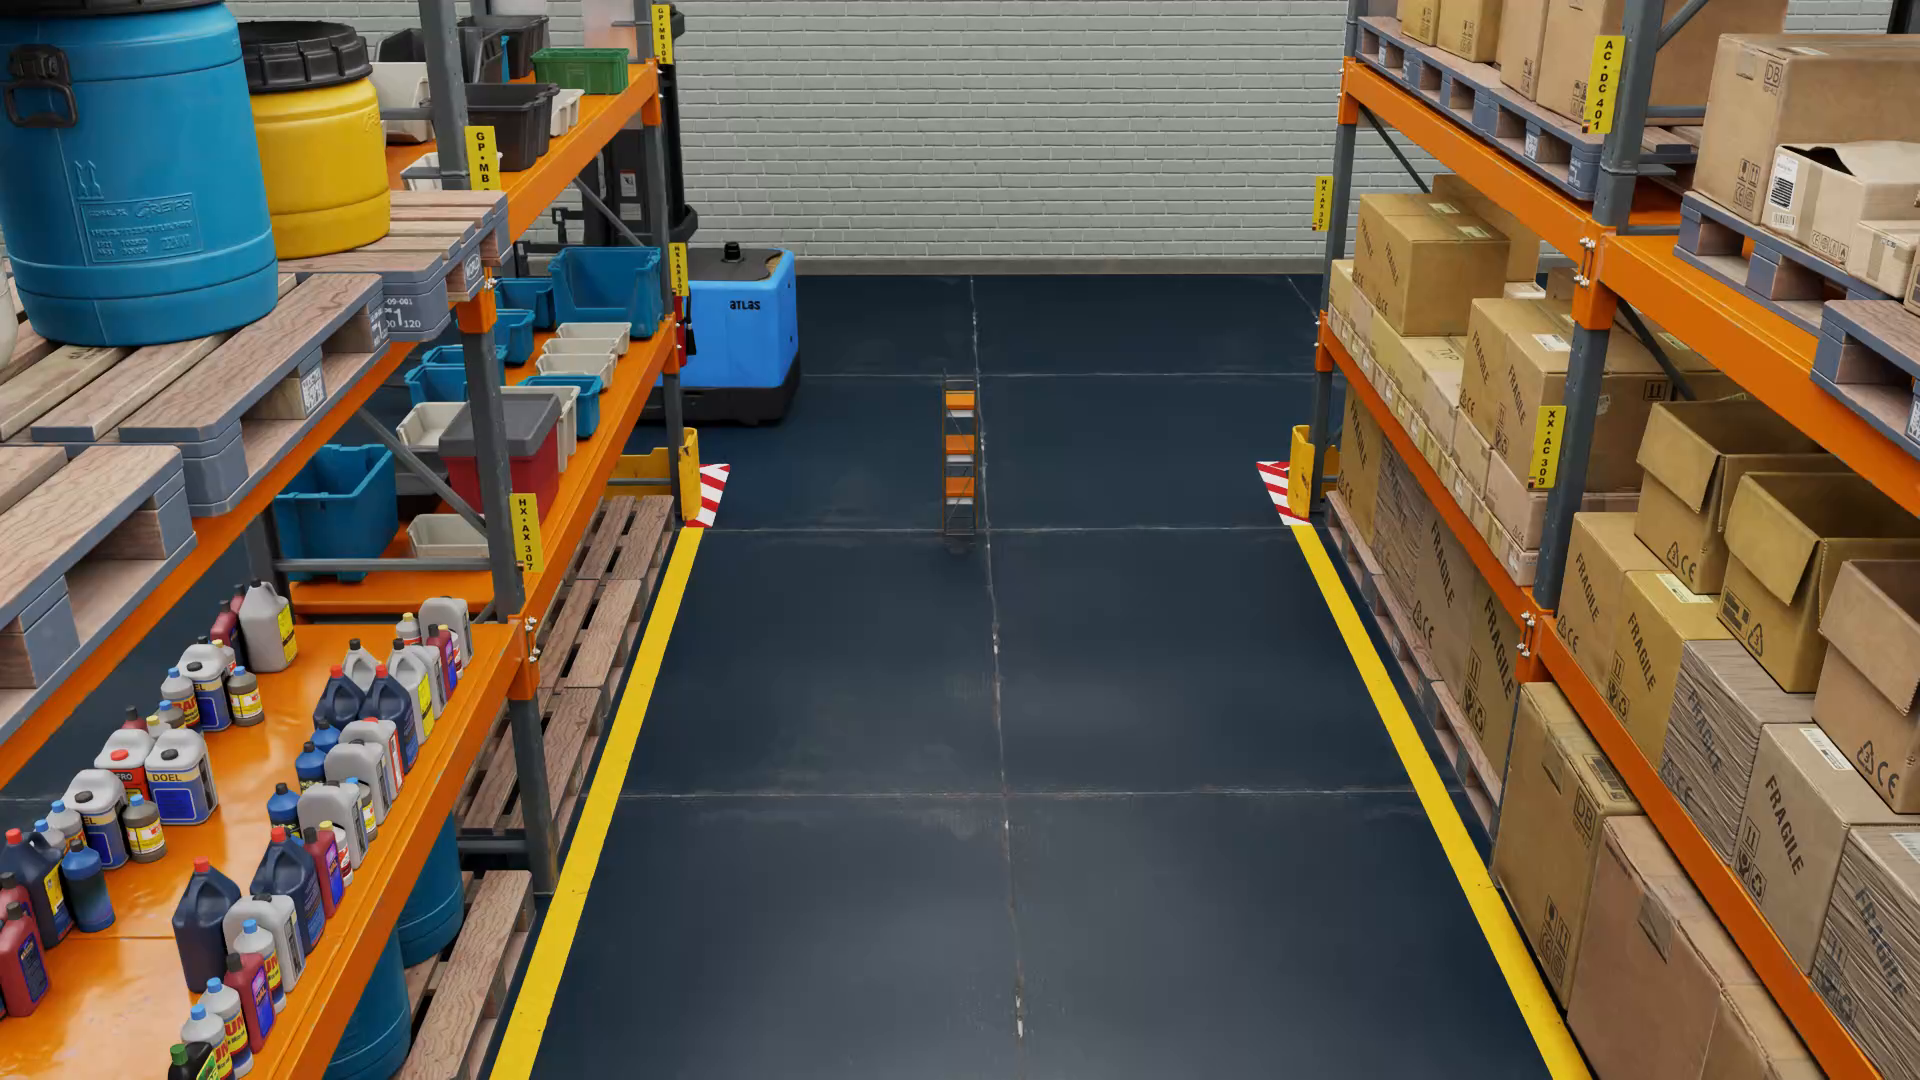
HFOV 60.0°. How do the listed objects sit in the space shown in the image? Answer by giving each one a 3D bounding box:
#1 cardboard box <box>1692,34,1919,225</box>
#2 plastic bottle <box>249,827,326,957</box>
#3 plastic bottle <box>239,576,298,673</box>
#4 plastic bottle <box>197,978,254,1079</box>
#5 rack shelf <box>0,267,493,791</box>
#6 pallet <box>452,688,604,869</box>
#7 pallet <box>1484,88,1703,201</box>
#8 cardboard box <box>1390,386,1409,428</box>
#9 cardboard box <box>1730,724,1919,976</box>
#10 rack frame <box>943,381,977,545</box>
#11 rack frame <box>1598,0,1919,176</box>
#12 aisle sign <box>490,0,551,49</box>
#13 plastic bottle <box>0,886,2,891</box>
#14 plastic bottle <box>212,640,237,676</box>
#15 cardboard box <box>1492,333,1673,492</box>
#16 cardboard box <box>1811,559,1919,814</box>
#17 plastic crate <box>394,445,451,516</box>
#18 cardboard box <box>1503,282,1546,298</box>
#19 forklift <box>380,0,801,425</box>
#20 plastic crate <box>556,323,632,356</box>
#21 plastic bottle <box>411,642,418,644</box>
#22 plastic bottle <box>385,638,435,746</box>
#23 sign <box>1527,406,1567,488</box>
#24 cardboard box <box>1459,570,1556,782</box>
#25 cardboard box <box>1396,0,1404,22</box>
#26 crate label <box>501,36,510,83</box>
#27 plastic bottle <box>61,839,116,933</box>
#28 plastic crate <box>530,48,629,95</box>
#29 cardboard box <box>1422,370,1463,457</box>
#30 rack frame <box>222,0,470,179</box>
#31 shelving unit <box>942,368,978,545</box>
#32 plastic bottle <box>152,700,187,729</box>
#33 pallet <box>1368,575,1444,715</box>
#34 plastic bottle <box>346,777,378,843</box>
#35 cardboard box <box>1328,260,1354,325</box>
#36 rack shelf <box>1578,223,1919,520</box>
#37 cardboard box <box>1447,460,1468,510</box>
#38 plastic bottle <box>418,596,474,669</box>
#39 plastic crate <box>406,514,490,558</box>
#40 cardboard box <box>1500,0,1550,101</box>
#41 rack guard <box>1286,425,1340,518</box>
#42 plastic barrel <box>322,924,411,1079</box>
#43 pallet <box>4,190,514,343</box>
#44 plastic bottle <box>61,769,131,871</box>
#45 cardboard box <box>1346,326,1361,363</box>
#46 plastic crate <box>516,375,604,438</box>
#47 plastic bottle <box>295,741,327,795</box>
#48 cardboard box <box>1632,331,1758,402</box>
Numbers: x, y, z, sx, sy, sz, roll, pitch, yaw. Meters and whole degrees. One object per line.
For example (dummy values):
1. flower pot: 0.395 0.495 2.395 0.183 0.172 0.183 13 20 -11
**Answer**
1. cardboard box: 2.770 -1.285 5.180 0.700 0.500 0.500 0 24 1
2. plastic bottle: -1.850 0.956 4.556 0.144 0.351 0.185 0 24 -1
3. plastic bottle: -2.519 0.288 6.033 0.144 0.351 0.185 0 24 -1
4. plastic bottle: -1.821 1.201 4.111 0.097 0.271 0.097 0 24 0
5. rack shelf: -2.177 -0.113 4.092 1.077 0.370 4.000 0 24 -1
6. pallet: -2.246 1.070 7.628 1.003 0.211 1.213 0 24 -1
7. pallet: 2.755 -1.583 6.579 1.003 0.211 1.213 0 24 -1
8. cardboard box: 2.402 -0.672 8.401 0.380 0.149 0.250 -1 24 -2
9. cardboard box: 2.531 0.851 4.606 0.500 0.500 0.500 0 24 0
10. rack frame: 0.001 -0.450 9.971 0.200 1.050 0.008 0 24 -1
11. rack frame: 2.754 -2.653 5.197 1.000 3.000 0.127 0 24 -1
12. aisle sign: -2.540 -2.759 9.555 0.394 0.787 0.004 0 24 -1
13. plastic bottle: -2.602 1.037 4.459 0.061 0.283 0.133 0 24 -1
14. plastic bottle: -2.601 0.448 5.860 0.097 0.201 0.097 0 24 0
15. cardboard box: 2.481 -0.517 6.664 0.500 0.500 0.500 0 24 1
16. cardboard box: 2.787 0.379 4.432 0.797 0.503 0.637 1 24 1
17. plastic crate: -2.480 -0.260 7.445 0.437 0.125 0.590 0 24 -1
18. cardboard box: 2.986 -1.228 9.146 0.500 0.250 0.500 -1 24 -1
19. forklift: -2.761 -2.382 11.959 3.031 2.935 1.130 1 24 3
20. plastic crate: -2.053 -1.118 9.329 0.396 0.136 0.243 0 24 -1
21. plastic bottle: -1.902 0.457 5.841 0.097 0.201 0.097 0 24 0
22. plastic bottle: -1.862 0.502 5.560 0.144 0.351 0.185 0 24 -1
23. sign: 2.199 -0.347 6.232 0.100 0.325 0.005 0 24 -1
24. cardboard box: 2.826 0.584 7.387 0.875 0.875 0.875 0 24 -1
25. cardboard box: 2.769 -3.003 8.858 0.700 0.500 0.500 -2 24 -4
26. crate label: -2.556 -2.463 8.597 0.408 0.251 0.502 0 24 -1
27. plastic bottle: -2.442 0.958 4.648 0.097 0.271 0.097 0 24 0
28. plastic crate: -1.946 -2.411 8.558 0.450 0.188 0.336 0 24 -1
29. cardboard box: 2.473 -0.592 7.739 0.500 0.250 0.500 0 24 1
30. rack frame: -2.199 -2.631 5.148 1.000 3.000 0.127 0 24 -1
31. shelving unit: -0.001 -0.500 10.082 0.215 1.050 0.252 0 24 -1
32. plastic bottle: -2.596 0.624 5.471 0.097 0.201 0.097 0 24 0
33. pallet: 2.807 0.533 8.816 1.003 0.211 1.213 0 24 -1
34. plastic bottle: -1.832 0.815 5.049 0.097 0.201 0.097 0 24 0
35. cardboard box: 2.445 -1.436 9.607 0.500 0.250 0.500 -1 24 -2
36. rack shelf: 2.775 -0.135 4.141 1.077 0.370 4.000 0 24 -1
37. cardboard box: 2.414 -0.248 7.462 0.380 0.149 0.250 0 24 0
38. plastic bottle: -1.871 0.320 6.054 0.152 0.276 0.135 0 24 -1
39. plastic crate: -2.061 0.003 6.851 0.396 0.136 0.243 0 24 -1
40. cardboard box: 2.684 -2.113 6.890 0.700 0.500 0.500 1 24 2
41. rack guard: 2.710 -0.439 10.615 1.175 0.500 0.348 0 24 -1
42. plastic barrel: -2.202 1.383 5.589 0.600 0.901 0.708 0 24 -1
43. pallet: -2.093 -0.856 5.092 1.213 0.211 1.003 0 24 -1
44. plastic bottle: -2.562 0.828 4.929 0.152 0.276 0.135 0 24 -1
45. cardboard box: 2.391 -1.095 9.336 0.380 0.149 0.250 -1 24 -2
46. plastic crate: -1.964 -0.652 8.182 0.416 0.233 0.300 0 24 -1
47. plastic bottle: -1.985 0.744 5.121 0.097 0.271 0.097 0 24 0
48. cardboard box: 3.004 -0.527 6.687 0.500 0.500 0.500 0 24 -1
